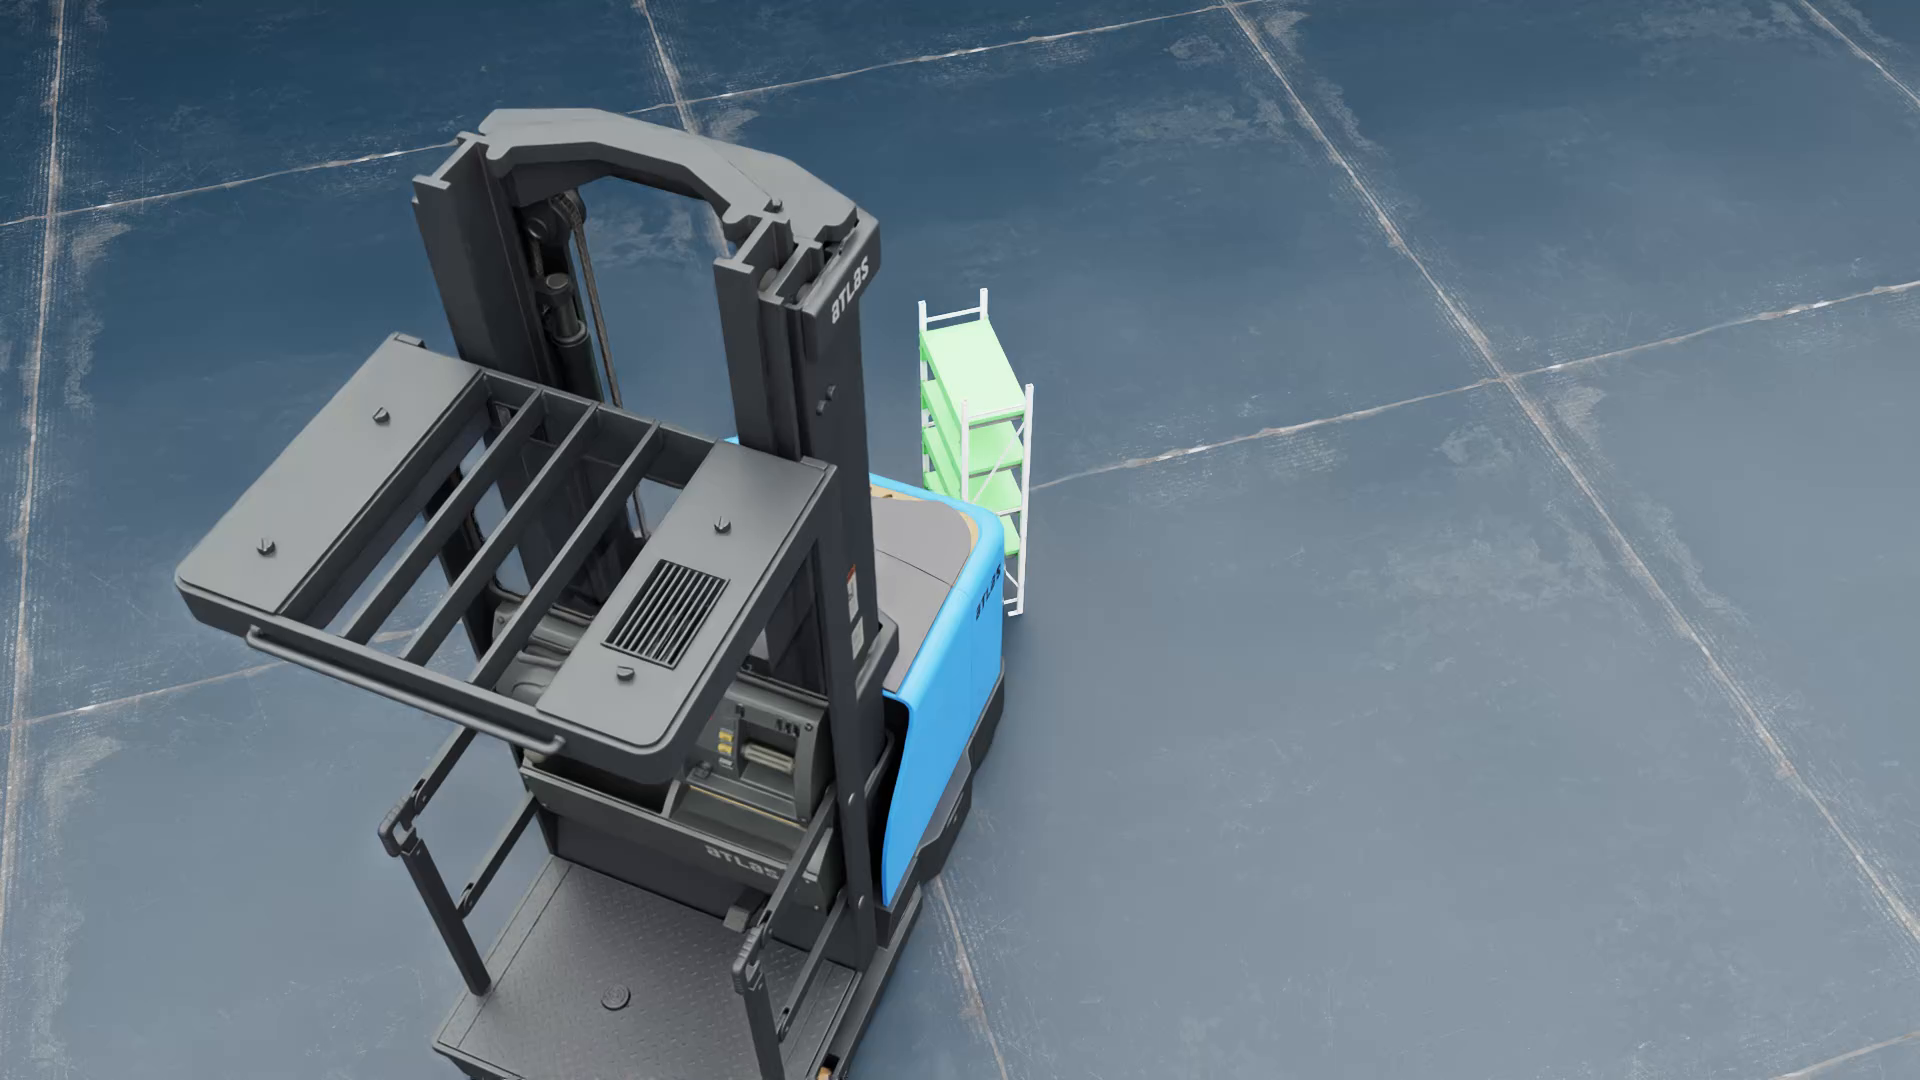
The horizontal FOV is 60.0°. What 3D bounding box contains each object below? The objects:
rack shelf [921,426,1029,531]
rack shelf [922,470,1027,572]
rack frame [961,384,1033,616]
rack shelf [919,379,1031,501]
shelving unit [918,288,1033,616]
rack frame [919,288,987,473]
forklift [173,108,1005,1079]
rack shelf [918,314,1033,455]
[{"bbox_3d":[0.049,-0.225,6.028,0.258,0.148,0.480,-13,51,-11],"label":"rack shelf"},{"bbox_3d":[0.049,-0.070,6.211,0.258,0.148,0.480,-13,51,-11],"label":"rack shelf"},{"bbox_3d":[0.121,-0.088,5.829,0.240,1.200,0.015,-13,51,-11],"label":"rack frame"},{"bbox_3d":[0.049,-0.379,5.844,0.258,0.148,0.480,-13,51,-11],"label":"rack shelf"},{"bbox_3d":[0.049,-0.266,5.979,0.258,1.200,0.503,-13,51,-11],"label":"shelving unit"},{"bbox_3d":[-0.023,-0.444,6.129,0.240,1.200,0.015,-13,51,-11],"label":"rack frame"},{"bbox_3d":[-0.868,0.571,4.141,1.130,2.935,3.031,17,52,14],"label":"forklift"},{"bbox_3d":[0.049,-0.534,5.661,0.258,0.148,0.480,-13,51,-11],"label":"rack shelf"}]
